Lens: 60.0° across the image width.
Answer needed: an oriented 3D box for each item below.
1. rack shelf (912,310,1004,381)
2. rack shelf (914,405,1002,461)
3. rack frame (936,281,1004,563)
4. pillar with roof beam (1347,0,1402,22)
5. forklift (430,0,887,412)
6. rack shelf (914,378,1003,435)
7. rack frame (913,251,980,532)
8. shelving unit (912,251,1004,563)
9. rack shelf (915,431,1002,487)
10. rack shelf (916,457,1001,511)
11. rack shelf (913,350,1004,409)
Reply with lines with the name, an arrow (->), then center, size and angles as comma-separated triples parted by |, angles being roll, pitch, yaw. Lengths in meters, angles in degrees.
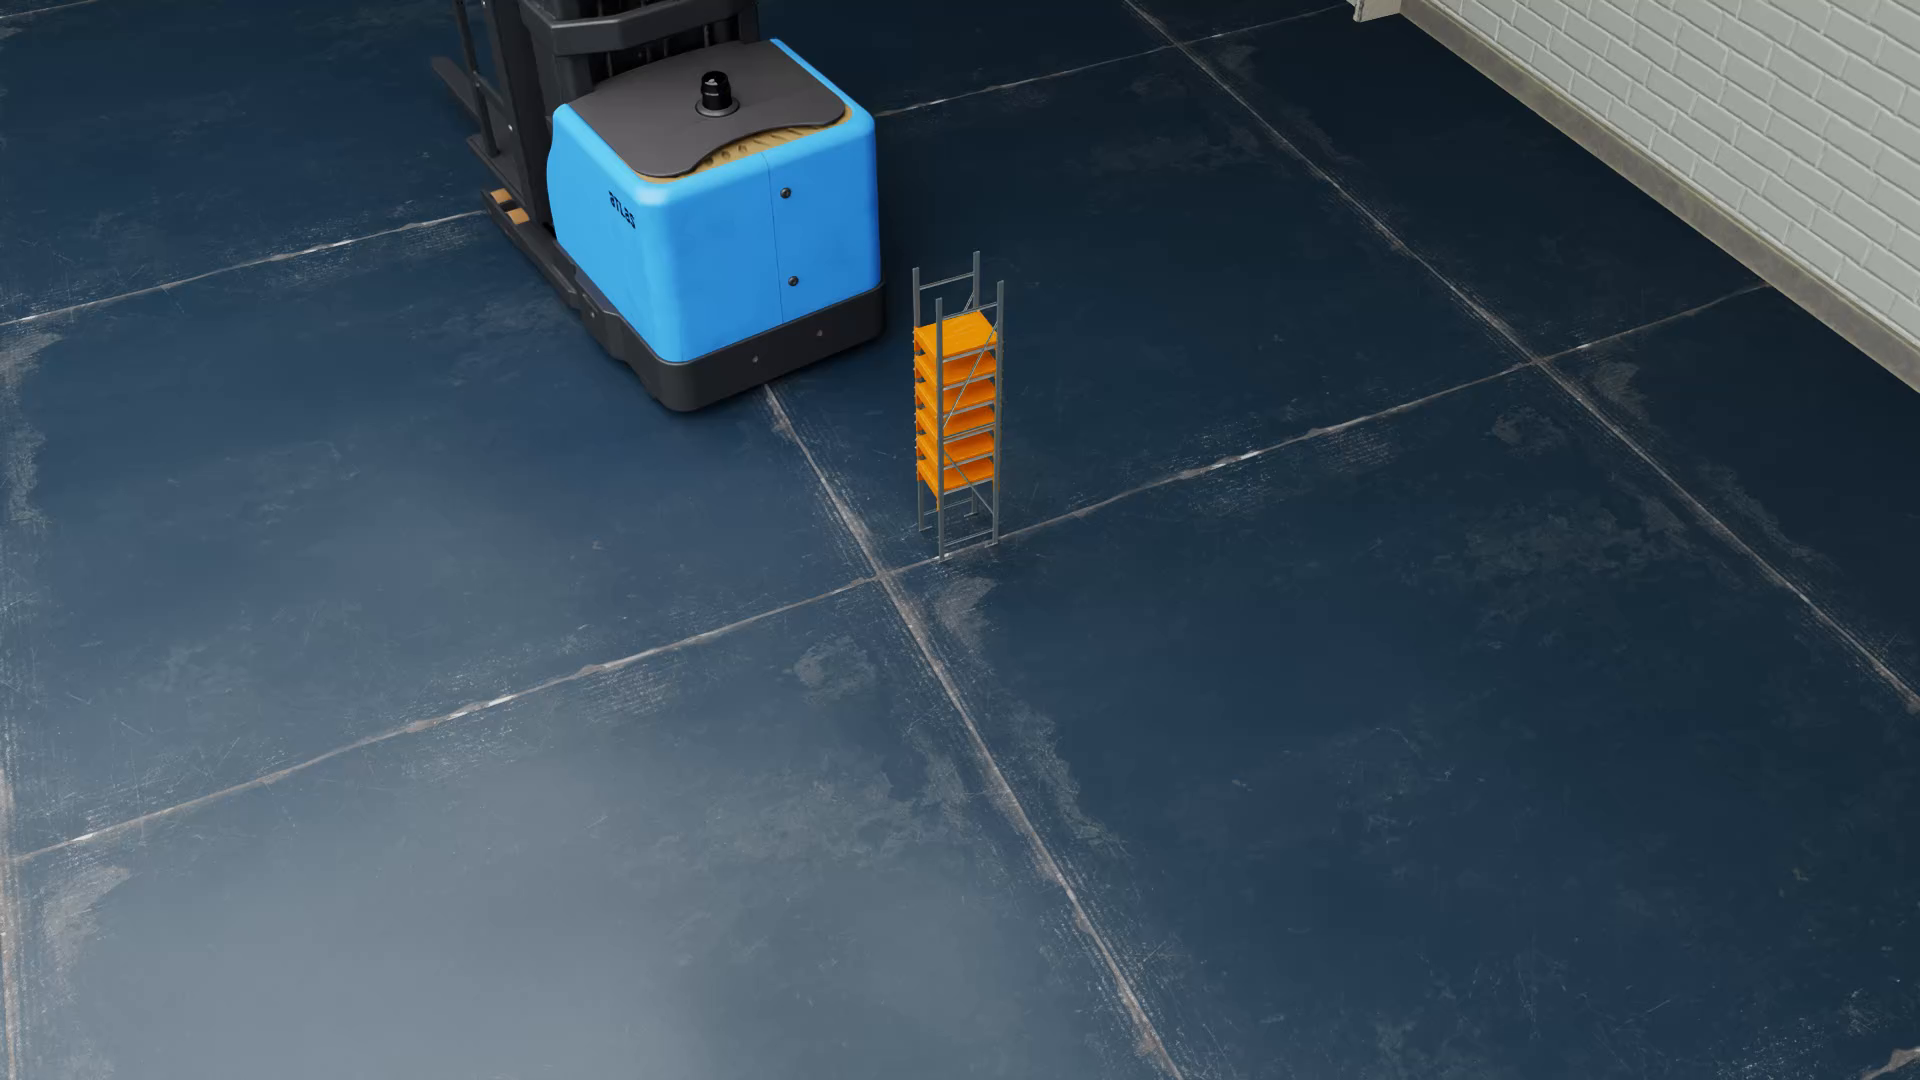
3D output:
rack shelf -> -0.006, -0.661, 5.616 | 0.258, 0.103, 0.180 | -18, 47, -17
rack shelf -> -0.006, -0.405, 5.869 | 0.258, 0.103, 0.180 | -18, 47, -17
rack frame -> 0.032, -0.378, 5.779 | 0.240, 1.200, 0.006 | -18, 47, -17
pillar with roof beam -> -1.663, -4.945, 4.854 | 9.100, 9.000, 0.400 | -18, 47, -17
forklift -> -1.551, -2.564, 6.762 | 1.130, 2.935, 3.031 | -25, 50, -23
rack shelf -> -0.006, -0.490, 5.785 | 0.258, 0.103, 0.180 | -18, 47, -17
rack frame -> -0.045, -0.495, 5.897 | 0.240, 1.200, 0.006 | -18, 47, -17
shelving unit -> -0.006, -0.436, 5.838 | 0.258, 1.200, 0.189 | -18, 47, -17
rack shelf -> -0.006, -0.319, 5.953 | 0.258, 0.103, 0.180 | -18, 47, -17
rack shelf -> -0.006, -0.234, 6.038 | 0.258, 0.103, 0.180 | -18, 47, -17
rack shelf -> -0.006, -0.576, 5.701 | 0.258, 0.103, 0.180 | -18, 47, -17
